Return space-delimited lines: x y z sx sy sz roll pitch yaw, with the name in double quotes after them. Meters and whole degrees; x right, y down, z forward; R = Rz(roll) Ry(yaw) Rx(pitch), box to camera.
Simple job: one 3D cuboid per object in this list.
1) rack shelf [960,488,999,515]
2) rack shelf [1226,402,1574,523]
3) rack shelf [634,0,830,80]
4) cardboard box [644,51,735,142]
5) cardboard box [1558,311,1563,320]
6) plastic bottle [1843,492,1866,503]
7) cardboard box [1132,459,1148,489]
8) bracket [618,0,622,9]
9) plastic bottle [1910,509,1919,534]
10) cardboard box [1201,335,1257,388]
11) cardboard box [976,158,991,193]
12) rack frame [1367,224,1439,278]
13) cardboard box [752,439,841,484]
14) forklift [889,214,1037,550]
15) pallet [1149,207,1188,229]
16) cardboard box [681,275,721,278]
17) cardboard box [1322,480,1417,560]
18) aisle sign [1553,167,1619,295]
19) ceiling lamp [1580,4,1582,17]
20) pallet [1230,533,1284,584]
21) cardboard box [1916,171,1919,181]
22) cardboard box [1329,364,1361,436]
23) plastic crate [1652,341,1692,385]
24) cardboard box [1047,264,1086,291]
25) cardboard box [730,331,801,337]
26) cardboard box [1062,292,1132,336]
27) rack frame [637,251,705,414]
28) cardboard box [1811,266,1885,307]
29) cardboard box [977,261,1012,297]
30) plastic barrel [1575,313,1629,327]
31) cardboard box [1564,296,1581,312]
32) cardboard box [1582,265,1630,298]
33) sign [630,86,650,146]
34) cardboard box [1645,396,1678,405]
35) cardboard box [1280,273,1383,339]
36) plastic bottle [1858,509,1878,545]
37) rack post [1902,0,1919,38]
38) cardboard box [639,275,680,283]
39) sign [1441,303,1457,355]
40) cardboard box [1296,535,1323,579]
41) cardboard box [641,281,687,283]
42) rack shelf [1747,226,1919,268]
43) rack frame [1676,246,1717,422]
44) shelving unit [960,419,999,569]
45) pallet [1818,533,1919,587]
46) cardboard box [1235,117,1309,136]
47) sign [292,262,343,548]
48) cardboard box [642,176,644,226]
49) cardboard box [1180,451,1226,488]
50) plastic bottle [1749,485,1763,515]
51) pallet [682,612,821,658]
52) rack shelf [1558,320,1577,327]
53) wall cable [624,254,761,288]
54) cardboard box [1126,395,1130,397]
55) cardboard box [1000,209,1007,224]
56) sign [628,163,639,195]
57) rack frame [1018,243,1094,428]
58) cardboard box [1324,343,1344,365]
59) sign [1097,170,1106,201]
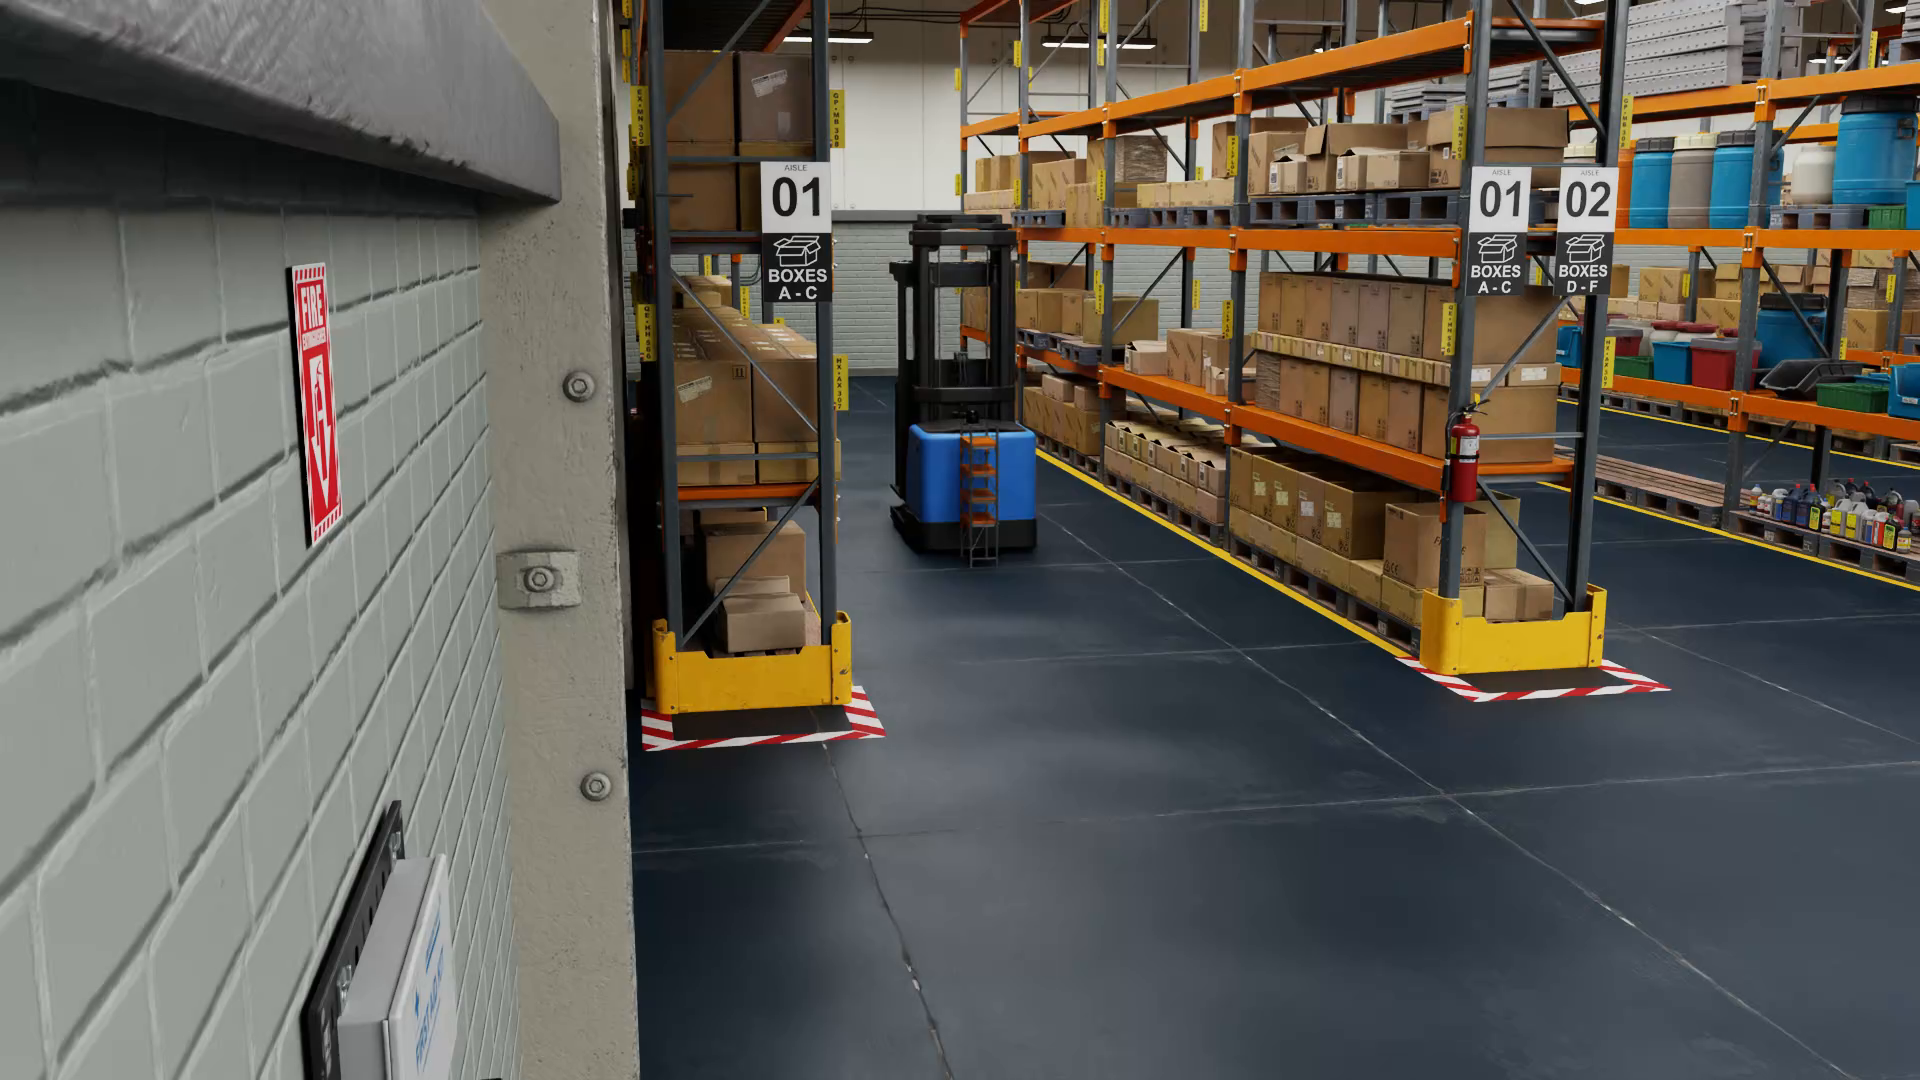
0.162 -0.330 14.135 0.258 0.148 0.480 -2 11 -9 "rack shelf"
3.230 -0.674 12.690 1.077 0.370 4.000 -2 11 -11 "rack shelf"
-1.628 -3.438 11.180 1.077 0.370 4.000 -2 11 -11 "rack shelf"
-1.579 -2.573 9.726 0.500 0.500 0.500 -2 11 -8 "cardboard box"
10.022 -3.707 27.374 0.380 0.149 0.250 -2 11 -12 "cardboard box"
8.006 -0.298 14.904 0.152 0.276 0.135 -2 11 -11 "plastic bottle"
2.083 -0.689 17.078 0.500 0.250 0.500 -2 11 -13 "cardboard box"
-5.296 -8.530 26.370 0.235 0.232 0.430 -2 11 -11 "bracket"
8.287 -0.162 14.386 0.097 0.201 0.097 0 11 0 "plastic bottle"
2.606 -1.681 15.792 0.500 0.500 0.500 -1 11 -7 "cardboard box"
0.638 -5.420 24.740 0.700 0.500 0.500 -2 11 -11 "cardboard box"
6.145 -3.040 23.202 1.000 3.000 0.127 -2 11 -11 "rack frame"
-1.022 -0.516 10.289 0.500 0.250 0.500 -2 11 -13 "cardboard box"
-0.070 -1.577 15.695 1.130 2.935 3.031 -2 11 -9 "forklift"
2.504 -3.182 16.428 1.003 0.211 1.213 -2 11 -8 "pallet"
-3.231 -3.177 20.799 0.500 0.250 0.500 -2 11 -10 "cardboard box"
3.014 -0.154 12.264 0.500 0.500 0.500 -2 11 -11 "cardboard box"
3.933 -1.936 10.448 0.394 0.787 0.004 -2 11 -11 "aisle sign"
12.190 -10.353 29.967 2.000 3.185 0.800 -2 11 -11 "ceiling lamp"
2.955 0.123 14.037 1.003 0.211 1.213 -2 11 -11 "pallet"
11.592 -4.327 20.538 0.797 0.503 0.637 -1 11 -8 "cardboard box"
3.237 -1.079 12.630 0.700 0.500 0.500 -2 11 -9 "cardboard box"
7.181 -1.756 16.498 0.392 0.384 0.575 -2 11 -11 "plastic crate"
1.470 -3.498 22.664 0.500 0.500 0.500 -2 11 -10 "cardboard box"
-1.432 -1.258 12.179 0.500 0.500 0.500 -2 11 -13 "cardboard box"
1.690 -2.795 20.520 0.700 0.500 0.500 -5 12 -25 "cardboard box"
-4.351 -3.414 25.163 1.000 3.000 0.127 -2 11 -11 "rack frame"
11.531 -3.283 21.527 0.797 0.503 0.637 -2 11 -10 "cardboard box"
0.537 -3.856 24.547 0.500 0.500 0.500 -2 11 -10 "cardboard box"
7.310 -2.300 18.945 0.600 0.536 0.708 -2 11 -11 "plastic barrel"
10.161 -3.834 26.975 0.500 0.250 0.500 -2 11 -12 "cardboard box"
10.258 -4.111 26.425 0.500 0.500 0.500 -2 11 -13 "cardboard box"
-1.787 -2.371 9.296 0.100 0.325 0.005 -2 11 -11 "sign"
10.953 -2.507 24.959 0.875 0.875 0.875 -2 11 -11 "cardboard box"
3.033 -1.906 13.506 0.700 0.500 0.500 -2 11 -11 "cardboard box"
7.642 -0.111 13.920 0.152 0.276 0.135 -2 11 -13 "plastic bottle"
8.071 -4.104 12.946 0.937 0.300 0.954 -2 11 -12 "rack post"
-3.739 -3.160 20.707 0.500 0.250 0.500 -2 11 -9 "cardboard box"
3.084 -1.328 10.475 0.100 0.325 0.005 -2 11 -11 "sign"
2.922 0.122 12.817 0.500 0.250 0.500 -2 11 -11 "cardboard box"
-3.331 -2.783 18.728 0.500 0.250 0.500 -2 11 -12 "cardboard box"
8.090 -2.327 13.353 1.077 0.370 4.000 -2 11 -11 "rack shelf"
11.003 -3.221 24.148 1.000 3.000 0.127 -2 11 -11 "rack frame"
0.162 -0.396 14.122 0.258 1.200 0.503 -2 11 -9 "shelving unit"
8.031 0.146 13.921 1.003 0.211 1.213 -2 11 -11 "pallet"
2.760 -3.483 14.776 0.500 0.500 0.500 -2 11 -10 "cardboard box"
-0.710 -0.155 1.841 0.001 0.298 0.199 -2 11 -11 "sign"
-2.881 -3.339 16.425 0.500 0.500 0.500 -2 11 -11 "cardboard box"
2.374 -0.684 15.551 0.500 0.311 0.500 -2 11 -9 "cardboard box"
7.333 -0.375 15.316 0.097 0.271 0.097 0 11 0 "plastic bottle"
-1.377 0.726 10.869 1.003 0.211 1.213 -2 11 -11 "pallet"
10.614 -3.234 26.143 1.077 0.370 4.000 -2 11 -11 "rack shelf"
-5.100 -5.886 30.411 3.097 2.526 0.112 -2 11 -11 "wall cable"
1.848 -1.586 21.070 0.500 0.500 0.500 -2 11 -10 "cardboard box"
0.843 -4.432 22.894 0.500 0.250 0.500 -2 11 -11 "cardboard box"
-3.341 -3.694 17.020 0.100 0.325 0.005 -2 11 -11 "sign"
1.285 -2.861 22.259 1.000 3.000 0.127 -2 11 -11 "rack frame"
3.008 -1.421 12.692 0.380 0.149 0.250 -2 11 -11 "cardboard box"
1.531 -3.836 17.974 0.100 0.325 0.005 -2 11 -11 "sign"
